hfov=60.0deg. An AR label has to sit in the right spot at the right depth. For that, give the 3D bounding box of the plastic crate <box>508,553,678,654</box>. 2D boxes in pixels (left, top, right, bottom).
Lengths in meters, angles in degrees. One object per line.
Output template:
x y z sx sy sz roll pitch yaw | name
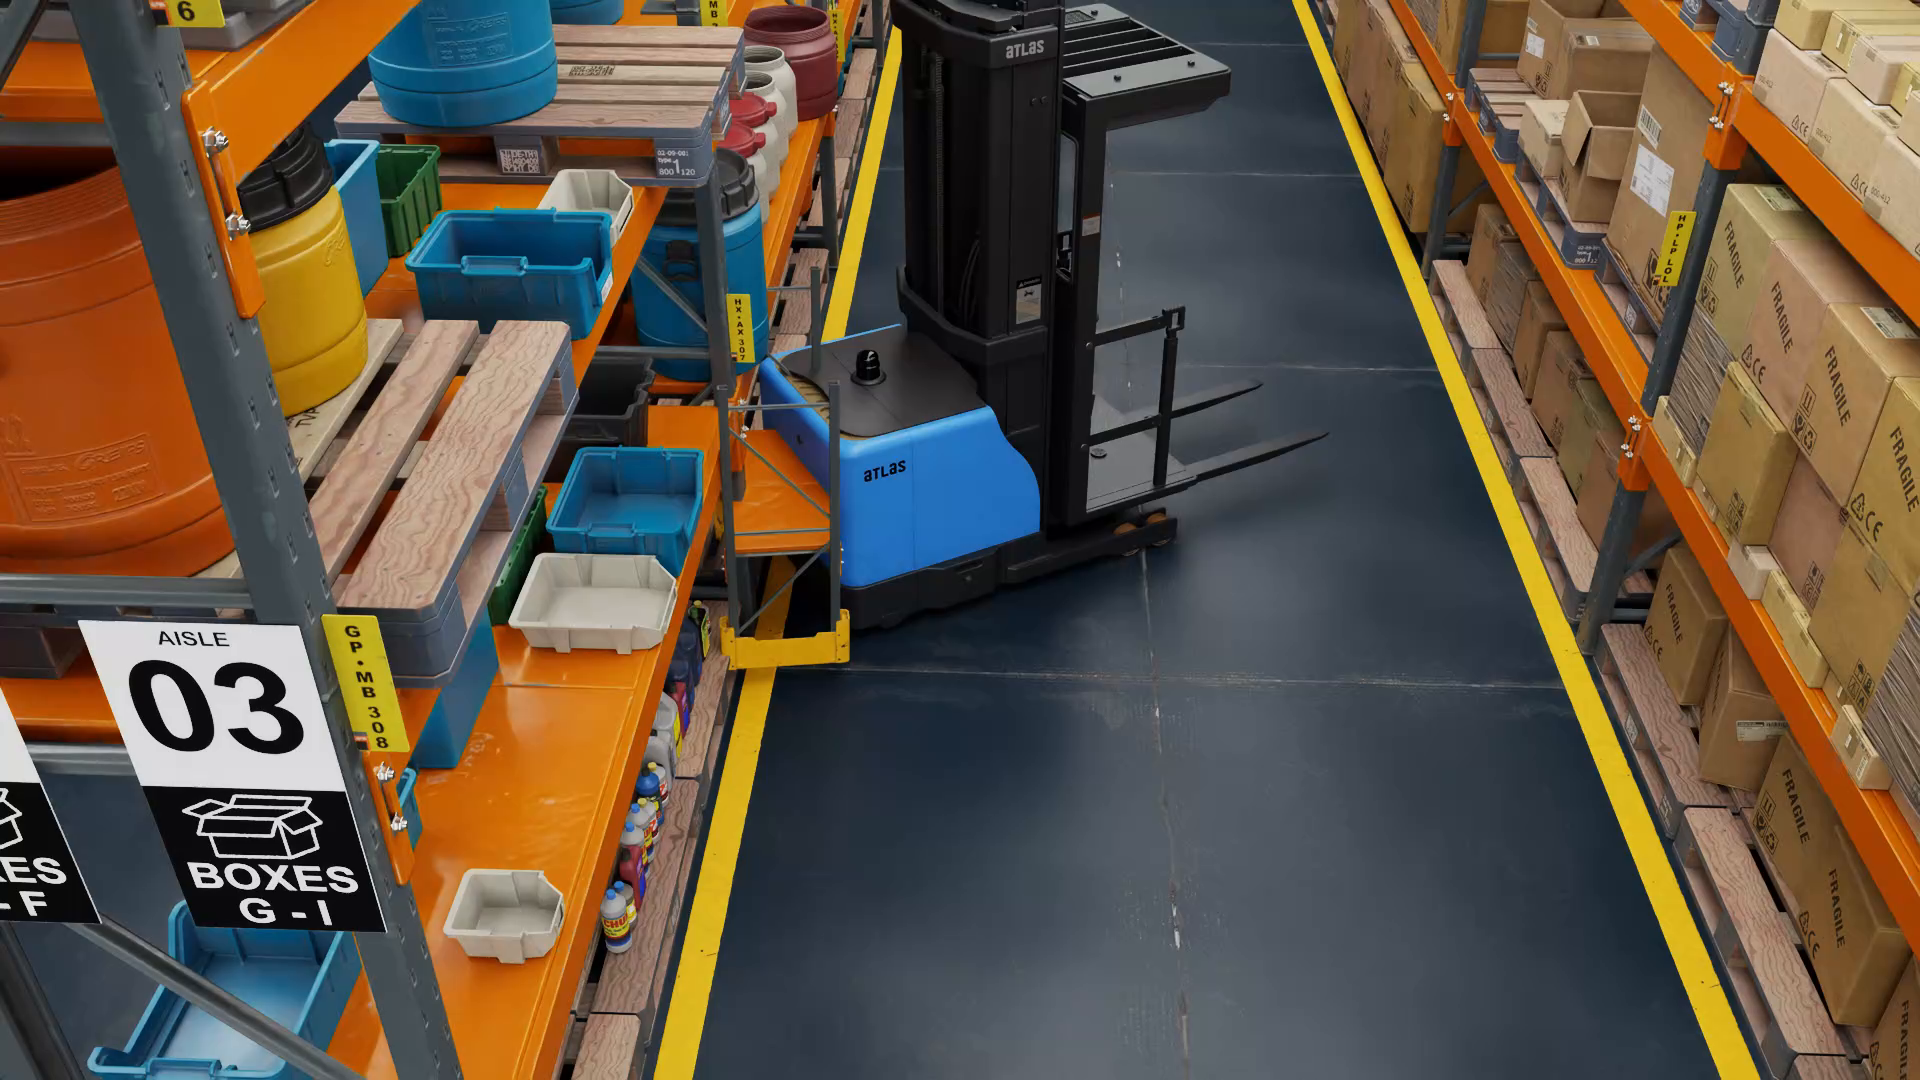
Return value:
-1.302 0.234 5.983 0.530 0.136 0.437 1 35 2 | plastic crate

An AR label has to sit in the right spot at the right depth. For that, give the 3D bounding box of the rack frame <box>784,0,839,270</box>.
-1.329 -3.111 10.513 1.000 3.000 0.127 1 35 2 | rack frame

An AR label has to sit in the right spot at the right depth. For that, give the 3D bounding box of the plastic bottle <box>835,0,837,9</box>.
-0.920 -3.896 11.743 0.097 0.271 0.097 0 35 0 | plastic bottle

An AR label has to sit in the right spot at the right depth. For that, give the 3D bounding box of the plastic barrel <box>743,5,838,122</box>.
-1.045 -2.893 10.085 0.600 0.536 0.708 1 35 2 | plastic barrel

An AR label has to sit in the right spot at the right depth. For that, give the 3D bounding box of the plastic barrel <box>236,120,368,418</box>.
-1.732 -0.649 3.872 0.600 0.588 0.600 0 35 0 | plastic barrel

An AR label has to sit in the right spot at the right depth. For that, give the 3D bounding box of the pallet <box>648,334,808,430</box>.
-1.451 -0.827 9.688 1.003 0.211 1.213 1 35 2 | pallet

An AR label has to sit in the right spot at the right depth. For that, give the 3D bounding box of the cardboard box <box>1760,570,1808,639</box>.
3.124 0.240 5.964 0.380 0.149 0.250 1 35 2 | cardboard box

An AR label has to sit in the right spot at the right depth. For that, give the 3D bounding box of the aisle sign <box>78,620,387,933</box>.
-1.361 0.470 3.157 0.394 0.787 0.004 1 35 2 | aisle sign

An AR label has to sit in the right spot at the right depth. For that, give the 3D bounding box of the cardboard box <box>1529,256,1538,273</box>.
3.612 -1.770 9.745 0.500 0.250 0.500 5 35 7 | cardboard box

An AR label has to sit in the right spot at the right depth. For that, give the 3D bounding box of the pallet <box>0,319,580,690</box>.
-1.520 -0.138 3.838 1.003 0.211 1.213 1 35 2 | pallet

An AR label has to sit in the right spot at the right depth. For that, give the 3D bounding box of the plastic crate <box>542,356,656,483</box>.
-1.638 -0.489 6.837 0.767 0.338 0.504 1 35 2 | plastic crate

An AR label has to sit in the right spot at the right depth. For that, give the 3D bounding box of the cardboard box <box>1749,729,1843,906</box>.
3.441 1.069 6.374 0.500 0.500 0.500 -2 35 -2 | cardboard box

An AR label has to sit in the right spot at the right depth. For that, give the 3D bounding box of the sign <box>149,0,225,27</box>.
-1.101 -0.868 2.287 0.100 0.325 0.005 1 35 2 | sign

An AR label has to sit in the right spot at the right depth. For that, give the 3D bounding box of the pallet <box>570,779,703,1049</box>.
-1.605 1.416 6.498 1.003 0.211 1.213 1 35 2 | pallet

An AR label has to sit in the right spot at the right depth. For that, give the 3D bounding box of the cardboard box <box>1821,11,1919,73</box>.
3.195 -1.693 5.671 0.380 0.149 0.250 0 35 0 | cardboard box

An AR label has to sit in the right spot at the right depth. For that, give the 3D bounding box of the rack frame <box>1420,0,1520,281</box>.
3.620 -2.996 10.351 1.000 3.000 0.127 1 35 2 | rack frame

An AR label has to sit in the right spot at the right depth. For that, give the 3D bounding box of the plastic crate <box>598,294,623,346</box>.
-1.776 -1.124 7.631 0.402 0.464 0.583 1 35 2 | plastic crate

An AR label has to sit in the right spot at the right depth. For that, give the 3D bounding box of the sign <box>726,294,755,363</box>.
-0.941 -0.907 7.137 0.100 0.325 0.005 1 35 2 | sign

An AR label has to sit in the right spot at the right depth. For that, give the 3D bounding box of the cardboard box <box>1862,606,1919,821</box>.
3.311 0.546 4.965 0.875 0.500 0.500 1 35 2 | cardboard box

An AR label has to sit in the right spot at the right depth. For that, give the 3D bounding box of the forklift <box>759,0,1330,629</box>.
0.549 -1.369 8.094 3.031 2.935 1.130 -17 39 -23 | forklift

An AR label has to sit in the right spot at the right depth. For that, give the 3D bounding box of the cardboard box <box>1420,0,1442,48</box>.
3.418 -3.613 11.141 0.500 0.500 0.500 1 35 1 | cardboard box

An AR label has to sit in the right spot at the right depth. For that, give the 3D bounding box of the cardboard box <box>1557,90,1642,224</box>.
3.436 -1.910 8.350 0.797 0.503 0.637 5 35 7 | cardboard box

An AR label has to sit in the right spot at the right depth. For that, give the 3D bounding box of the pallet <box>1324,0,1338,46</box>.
3.889 -4.589 15.041 1.003 0.211 1.213 1 35 2 | pallet

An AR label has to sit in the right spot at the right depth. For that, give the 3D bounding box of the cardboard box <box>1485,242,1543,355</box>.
3.603 -1.449 9.941 0.700 0.500 0.500 -1 35 -2 | cardboard box

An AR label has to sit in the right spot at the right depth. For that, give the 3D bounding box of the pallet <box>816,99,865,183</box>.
-1.287 -3.123 12.956 1.003 0.211 1.213 1 35 2 | pallet

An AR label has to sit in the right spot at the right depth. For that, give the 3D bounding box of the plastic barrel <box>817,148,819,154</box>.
-1.281 -3.226 12.410 0.600 0.588 0.708 1 35 2 | plastic barrel

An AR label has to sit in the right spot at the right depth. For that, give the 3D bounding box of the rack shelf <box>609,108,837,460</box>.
-1.410 -1.667 9.085 1.077 0.370 4.000 1 35 2 | rack shelf

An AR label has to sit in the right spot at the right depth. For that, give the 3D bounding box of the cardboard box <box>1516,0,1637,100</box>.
3.638 -2.898 9.758 0.500 0.500 0.500 -3 35 -4 | cardboard box

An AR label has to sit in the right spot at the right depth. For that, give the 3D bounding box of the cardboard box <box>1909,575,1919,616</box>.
3.111 0.132 4.684 0.500 0.500 0.500 1 35 2 | cardboard box

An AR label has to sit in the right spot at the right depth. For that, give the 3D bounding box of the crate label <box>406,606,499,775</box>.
-1.847 0.407 5.477 0.502 0.435 0.616 1 35 2 | crate label

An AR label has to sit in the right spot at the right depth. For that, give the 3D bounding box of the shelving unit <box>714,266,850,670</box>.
-0.849 -0.340 7.655 0.587 1.500 1.083 -3 37 -8 | shelving unit

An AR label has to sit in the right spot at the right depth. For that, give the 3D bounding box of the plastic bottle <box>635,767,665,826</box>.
-1.240 1.016 6.631 0.097 0.271 0.097 0 35 0 | plastic bottle

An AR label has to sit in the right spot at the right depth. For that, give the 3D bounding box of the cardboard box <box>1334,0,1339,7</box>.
3.923 -5.492 15.383 0.875 0.875 0.875 1 35 2 | cardboard box

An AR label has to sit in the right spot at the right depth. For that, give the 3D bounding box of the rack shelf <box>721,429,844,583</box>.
-0.855 -0.191 7.755 0.538 0.185 1.000 -3 37 -8 | rack shelf

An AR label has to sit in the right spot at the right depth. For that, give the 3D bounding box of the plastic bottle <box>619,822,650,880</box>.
-1.253 1.190 6.383 0.097 0.271 0.097 0 35 0 | plastic bottle

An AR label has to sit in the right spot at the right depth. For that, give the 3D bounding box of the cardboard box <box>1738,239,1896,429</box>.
3.168 -0.730 5.911 0.500 0.500 0.500 1 35 2 | cardboard box

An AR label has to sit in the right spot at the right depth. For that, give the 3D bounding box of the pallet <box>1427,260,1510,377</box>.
3.587 -1.407 10.514 1.003 0.211 1.213 1 35 2 | pallet

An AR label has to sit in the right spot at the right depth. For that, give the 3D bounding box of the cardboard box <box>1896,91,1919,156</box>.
3.099 -1.245 5.033 0.380 0.149 0.250 1 35 1 | cardboard box

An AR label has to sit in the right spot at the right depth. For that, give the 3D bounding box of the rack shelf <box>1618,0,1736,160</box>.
3.539 -2.780 8.060 1.077 0.370 4.000 1 35 2 | rack shelf

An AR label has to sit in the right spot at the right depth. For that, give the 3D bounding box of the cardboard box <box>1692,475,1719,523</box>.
3.144 -0.191 6.578 0.380 0.149 0.250 1 35 2 | cardboard box

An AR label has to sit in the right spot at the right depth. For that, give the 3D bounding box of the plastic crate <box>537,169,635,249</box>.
-1.150 -1.001 5.131 0.243 0.136 0.396 1 35 2 | plastic crate

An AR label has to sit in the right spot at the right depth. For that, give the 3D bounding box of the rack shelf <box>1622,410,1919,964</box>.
3.379 0.745 5.652 1.077 0.370 4.000 1 35 2 | rack shelf

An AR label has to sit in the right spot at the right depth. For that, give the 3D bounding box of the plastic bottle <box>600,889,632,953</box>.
-1.266 1.387 6.103 0.097 0.271 0.097 0 35 0 | plastic bottle

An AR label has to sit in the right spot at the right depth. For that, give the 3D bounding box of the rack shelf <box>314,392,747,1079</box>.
-1.570 0.631 5.815 1.077 0.370 4.000 1 35 2 | rack shelf

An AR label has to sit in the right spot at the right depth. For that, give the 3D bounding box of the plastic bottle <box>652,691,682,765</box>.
-1.248 0.764 6.922 0.144 0.351 0.185 1 35 2 | plastic bottle

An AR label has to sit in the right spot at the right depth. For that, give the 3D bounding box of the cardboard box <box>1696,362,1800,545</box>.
3.324 -0.317 6.193 0.875 0.500 0.500 1 35 2 | cardboard box

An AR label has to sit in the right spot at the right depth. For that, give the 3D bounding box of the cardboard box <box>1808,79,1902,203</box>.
3.169 -1.307 5.469 0.500 0.250 0.500 1 35 1 | cardboard box

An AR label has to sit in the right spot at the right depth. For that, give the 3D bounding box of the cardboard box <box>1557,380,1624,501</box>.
3.543 -0.481 8.563 0.700 0.500 0.500 1 35 2 | cardboard box

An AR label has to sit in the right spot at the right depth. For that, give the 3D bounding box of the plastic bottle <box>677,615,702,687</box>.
-1.228 0.468 7.343 0.144 0.351 0.185 0 35 1 | plastic bottle

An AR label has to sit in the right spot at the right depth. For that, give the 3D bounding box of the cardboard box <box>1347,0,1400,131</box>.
3.740 -3.716 12.856 1.225 0.875 0.875 0 35 0 | cardboard box

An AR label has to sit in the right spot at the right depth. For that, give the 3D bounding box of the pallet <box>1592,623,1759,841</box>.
3.467 0.829 7.332 1.003 0.211 1.213 1 35 2 | pallet

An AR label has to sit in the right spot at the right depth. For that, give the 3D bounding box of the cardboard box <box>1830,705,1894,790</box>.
3.059 0.670 5.352 0.380 0.149 0.250 1 35 2 | cardboard box

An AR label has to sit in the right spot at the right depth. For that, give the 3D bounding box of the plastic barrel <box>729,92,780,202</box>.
-1.186 -2.083 8.933 0.433 0.535 0.433 0 35 0 | plastic barrel

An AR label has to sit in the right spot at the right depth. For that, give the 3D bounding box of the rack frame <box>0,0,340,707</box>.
-1.651 -0.969 2.248 1.000 3.000 0.127 1 35 2 | rack frame

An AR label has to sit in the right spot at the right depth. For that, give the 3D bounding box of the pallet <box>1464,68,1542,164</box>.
3.698 -2.506 9.820 1.213 0.211 1.003 1 35 2 | pallet
